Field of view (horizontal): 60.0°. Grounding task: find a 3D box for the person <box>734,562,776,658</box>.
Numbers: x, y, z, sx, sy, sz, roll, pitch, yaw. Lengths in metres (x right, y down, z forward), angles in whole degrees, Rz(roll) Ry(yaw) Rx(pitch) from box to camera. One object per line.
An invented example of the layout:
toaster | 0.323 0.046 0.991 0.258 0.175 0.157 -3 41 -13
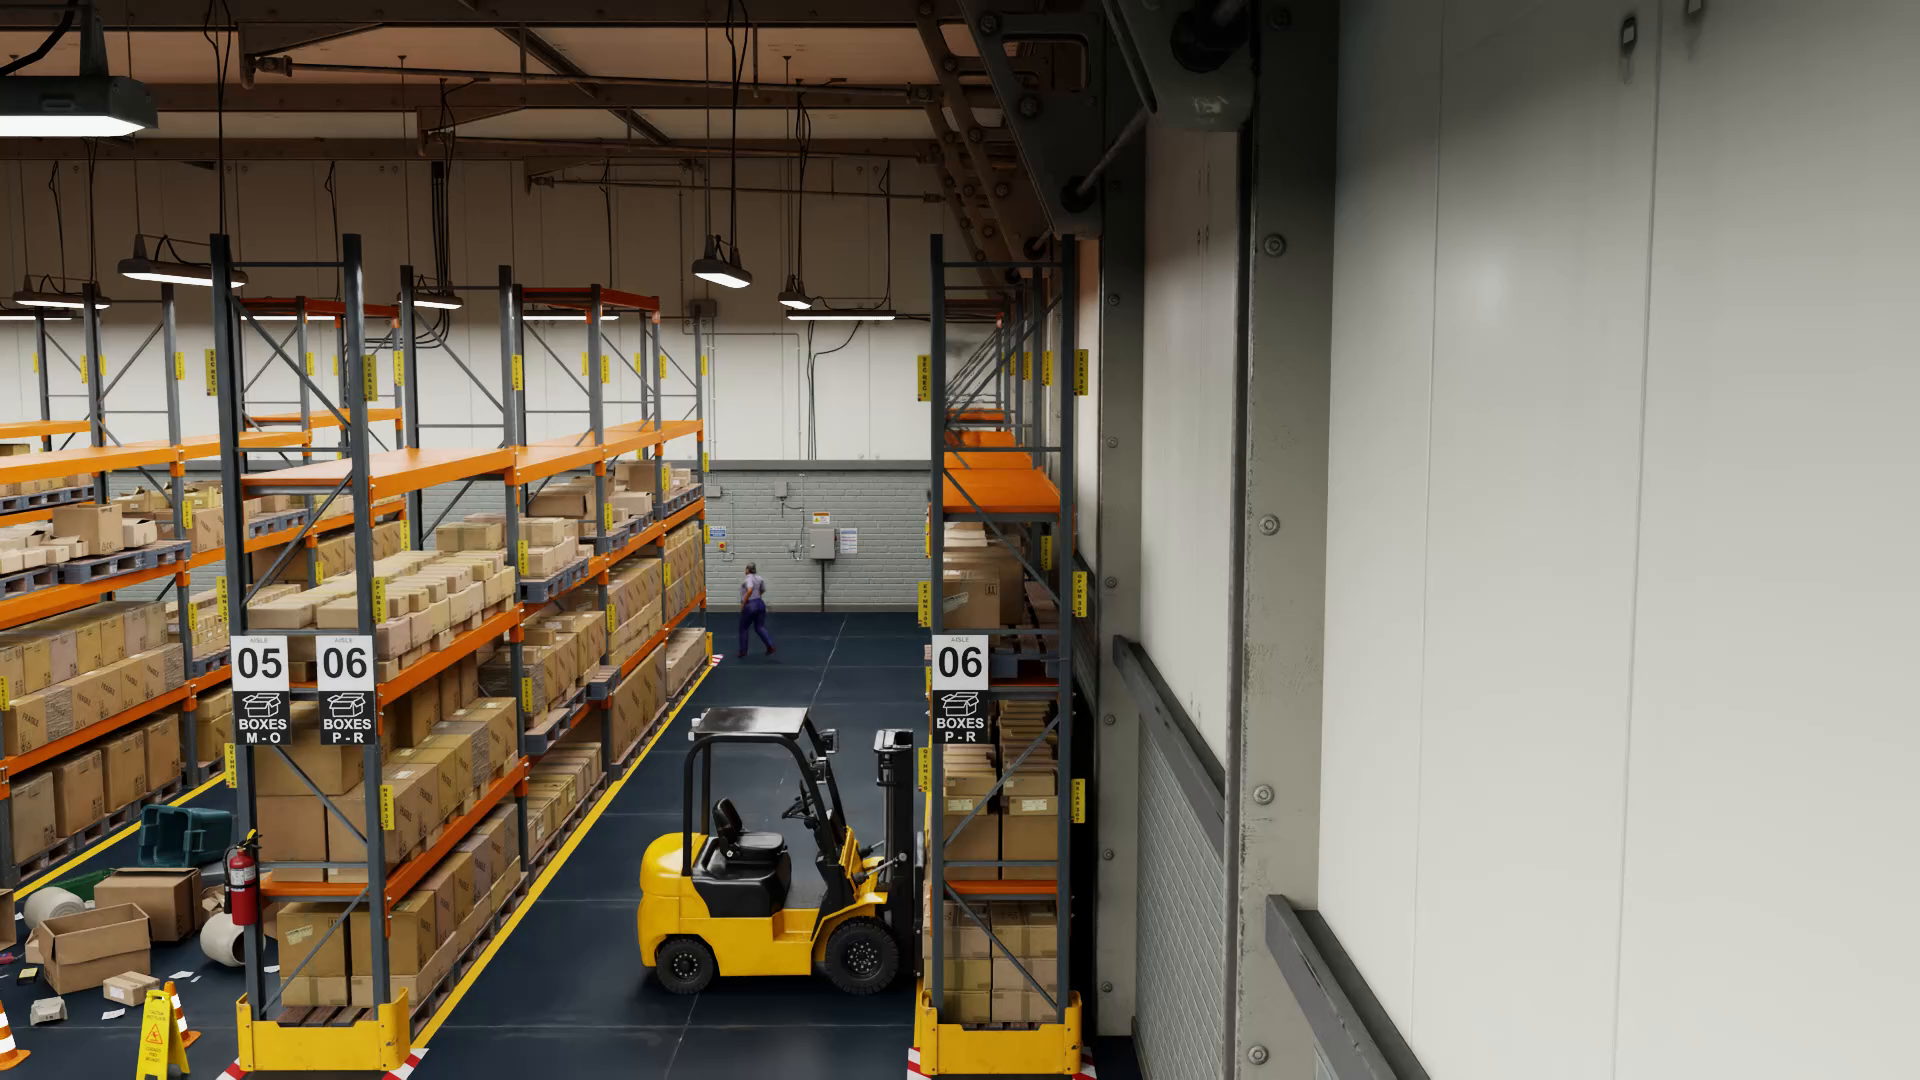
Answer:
person | -3.524 1.221 28.407 0.799 1.697 0.623 5 8 35
